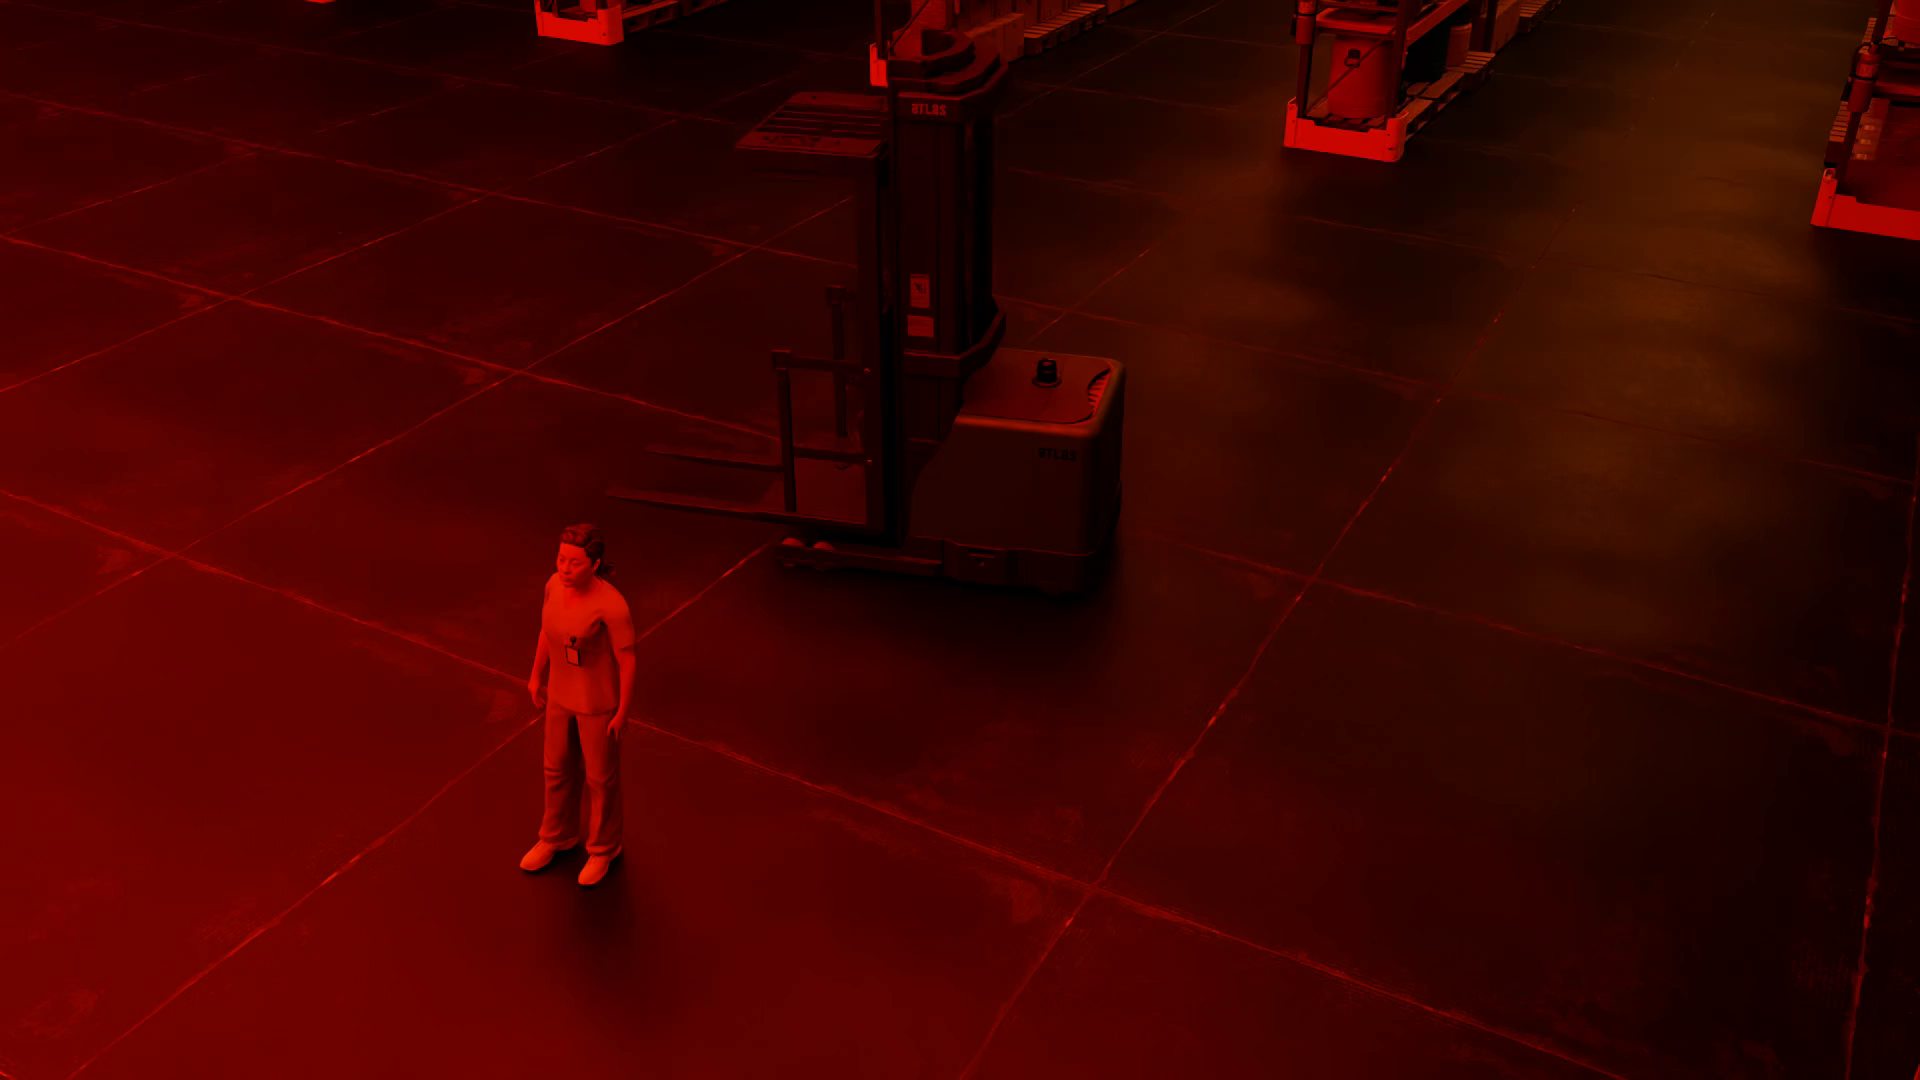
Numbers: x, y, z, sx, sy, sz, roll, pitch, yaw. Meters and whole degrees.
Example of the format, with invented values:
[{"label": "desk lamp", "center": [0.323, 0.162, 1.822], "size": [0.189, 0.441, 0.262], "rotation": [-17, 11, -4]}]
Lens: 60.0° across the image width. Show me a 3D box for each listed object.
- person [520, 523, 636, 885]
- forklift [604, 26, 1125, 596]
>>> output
[{"label": "person", "center": [-1.633, 0.709, 7.098], "size": [0.527, 1.683, 0.518], "rotation": [17, 34, 27]}, {"label": "forklift", "center": [-0.600, -1.336, 9.386], "size": [3.031, 2.935, 1.130], "rotation": [7, 31, 12]}]
